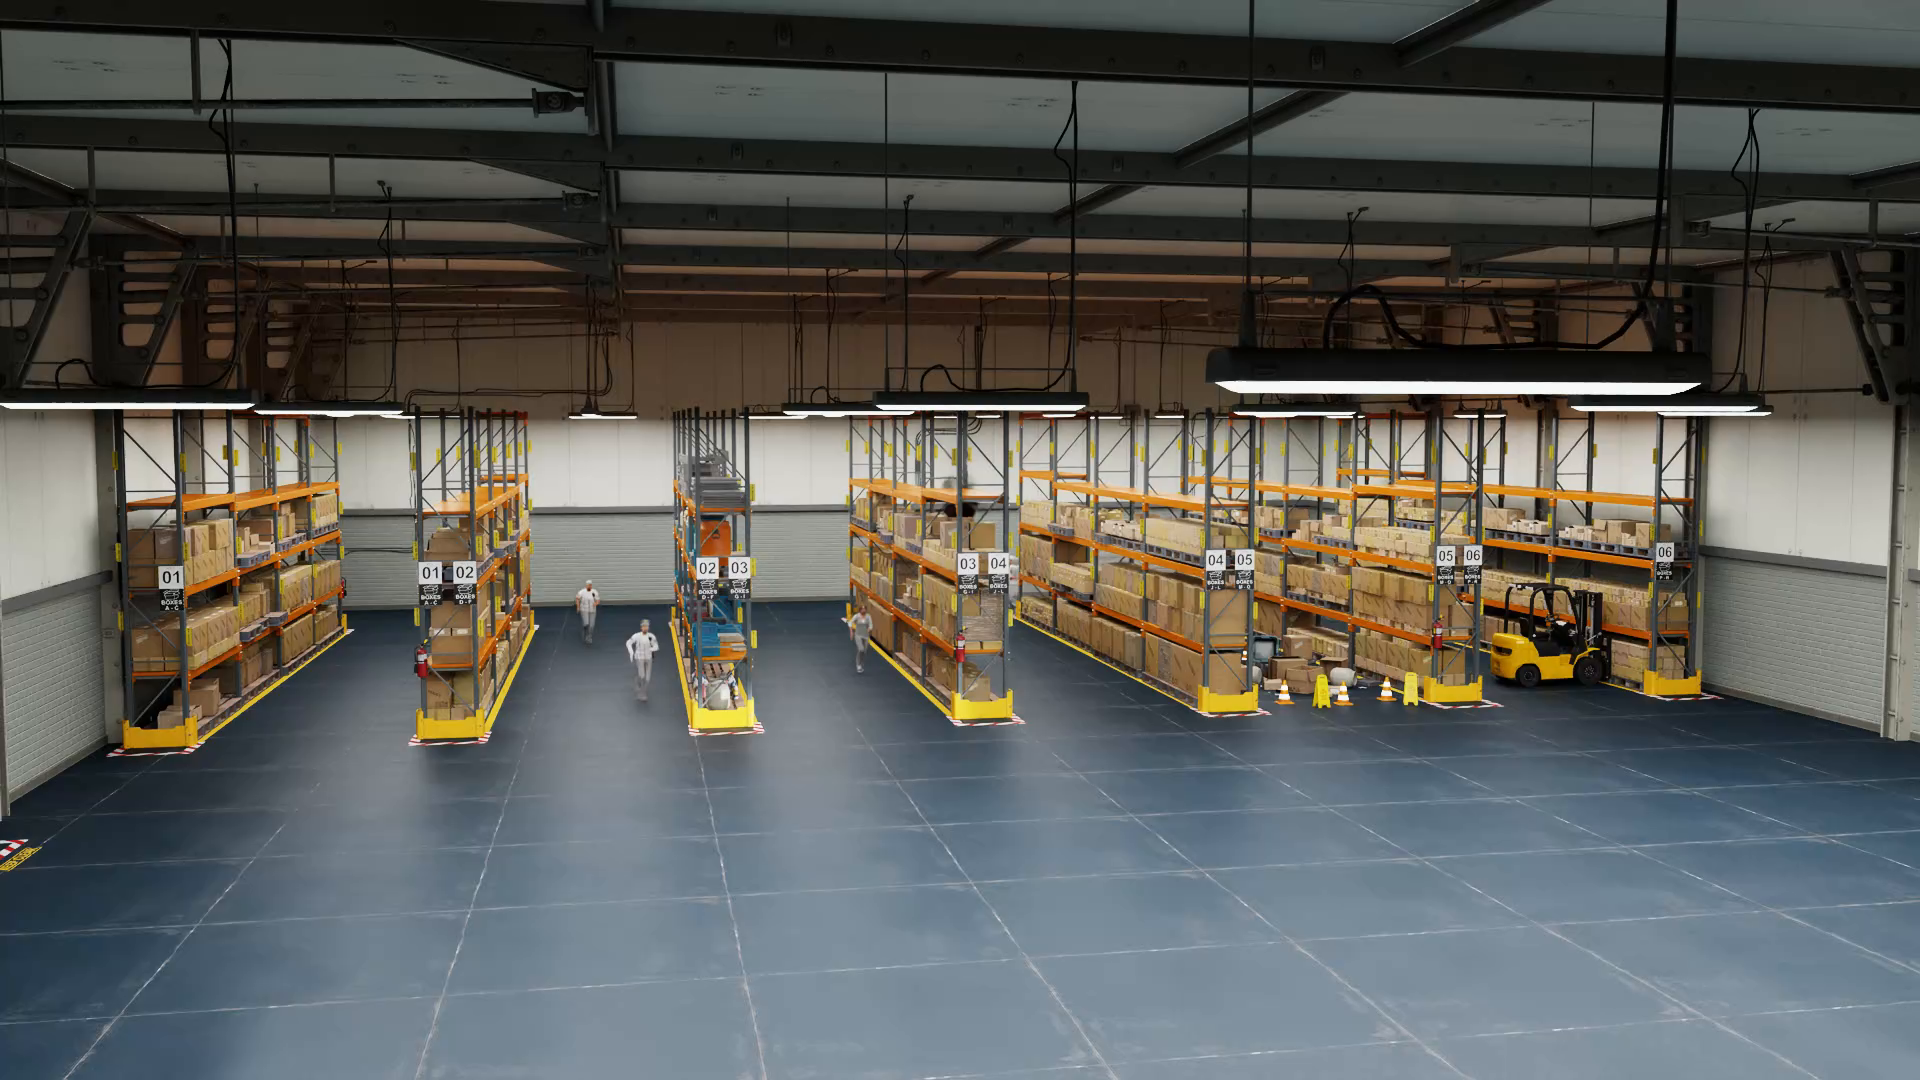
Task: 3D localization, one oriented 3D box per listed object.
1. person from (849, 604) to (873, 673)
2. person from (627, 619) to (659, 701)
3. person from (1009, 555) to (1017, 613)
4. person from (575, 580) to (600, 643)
[{"bbox_3d":[-2.229,2.236,37.791,0.500,1.579,0.730,-2,4,-21],"label":"person"},{"bbox_3d":[-6.459,2.456,34.014,0.598,1.669,0.611,-2,4,-24],"label":"person"},{"bbox_3d":[1.477,1.346,49.410,0.732,1.805,0.651,-3,5,-34],"label":"person"},{"bbox_3d":[-9.582,1.851,42.893,0.575,1.637,0.729,-2,4,-24],"label":"person"}]
